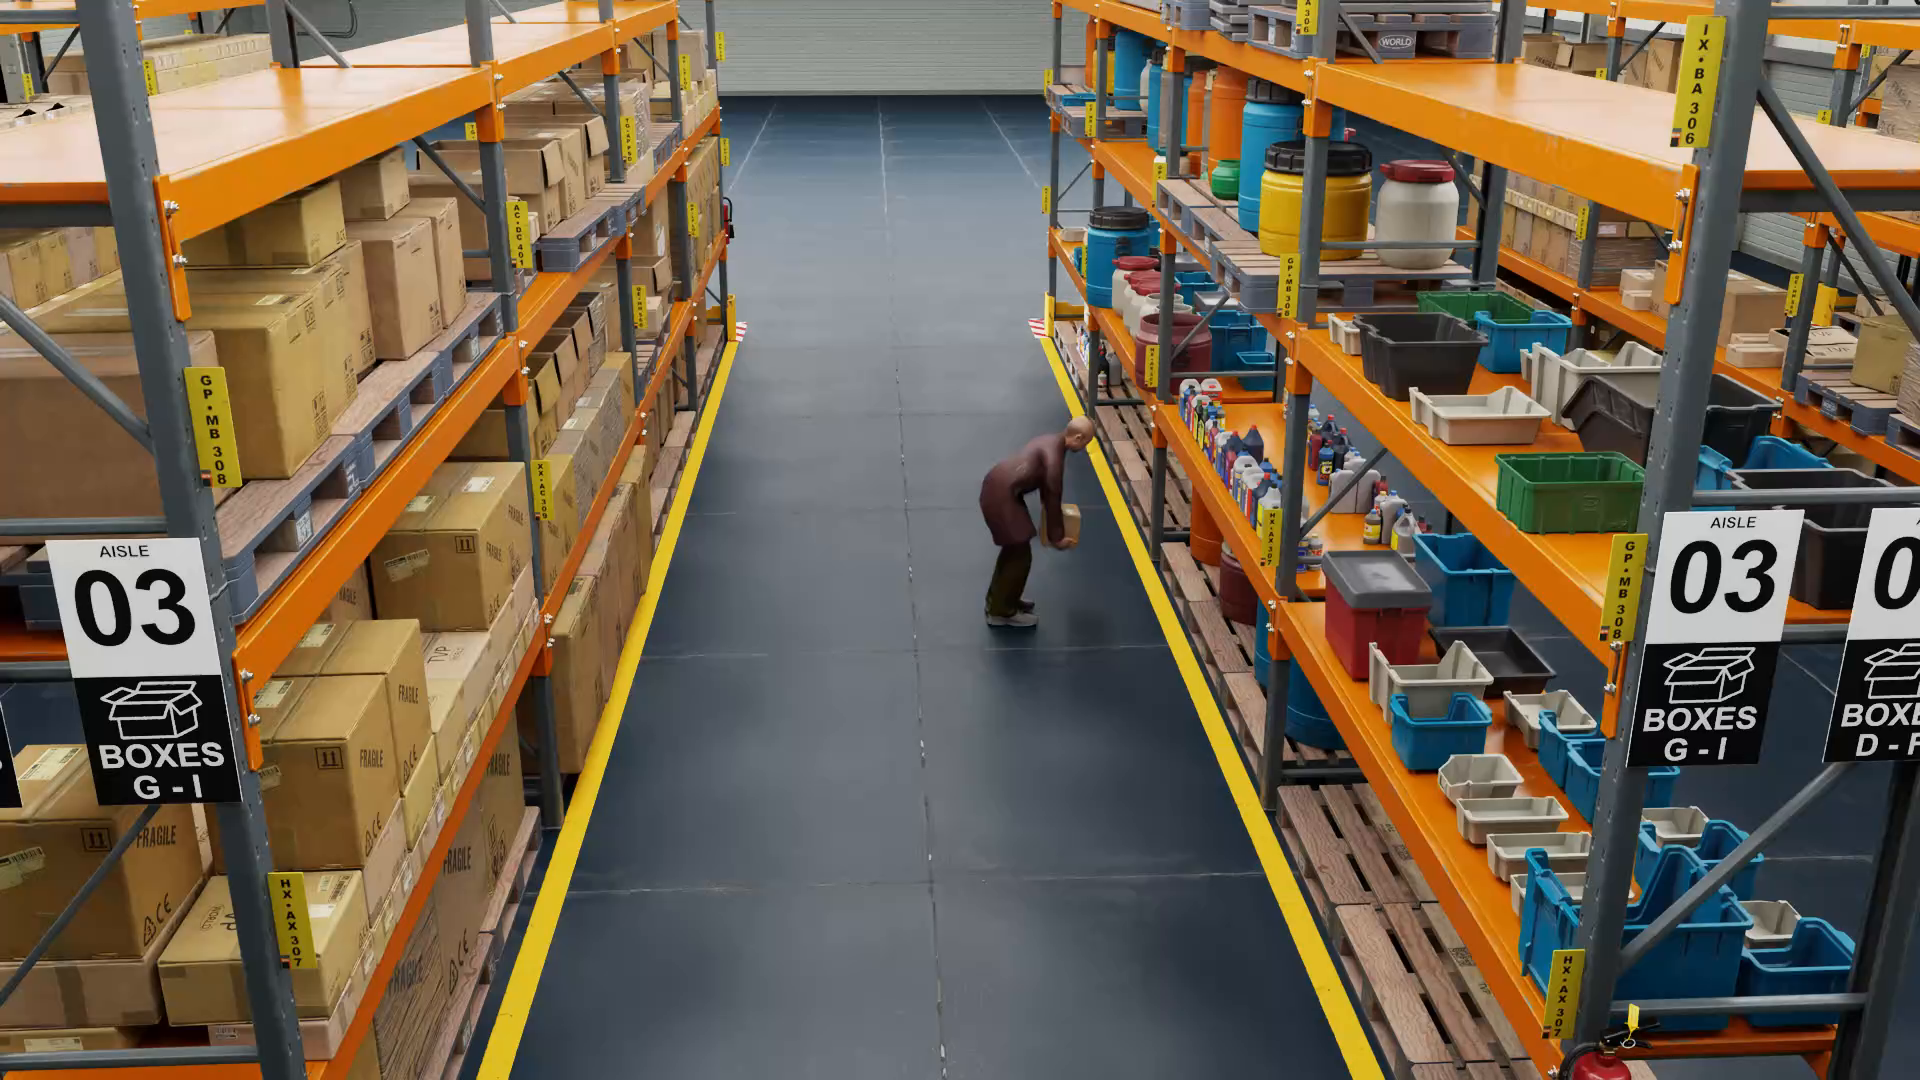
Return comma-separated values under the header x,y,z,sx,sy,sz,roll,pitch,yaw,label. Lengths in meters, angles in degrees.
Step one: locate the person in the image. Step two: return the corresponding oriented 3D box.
x,y,z,sx,sy,sz,roll,pitch,yaw,label
0.548,-0.137,11.891,0.815,1.495,0.549,-2,20,-4,person
